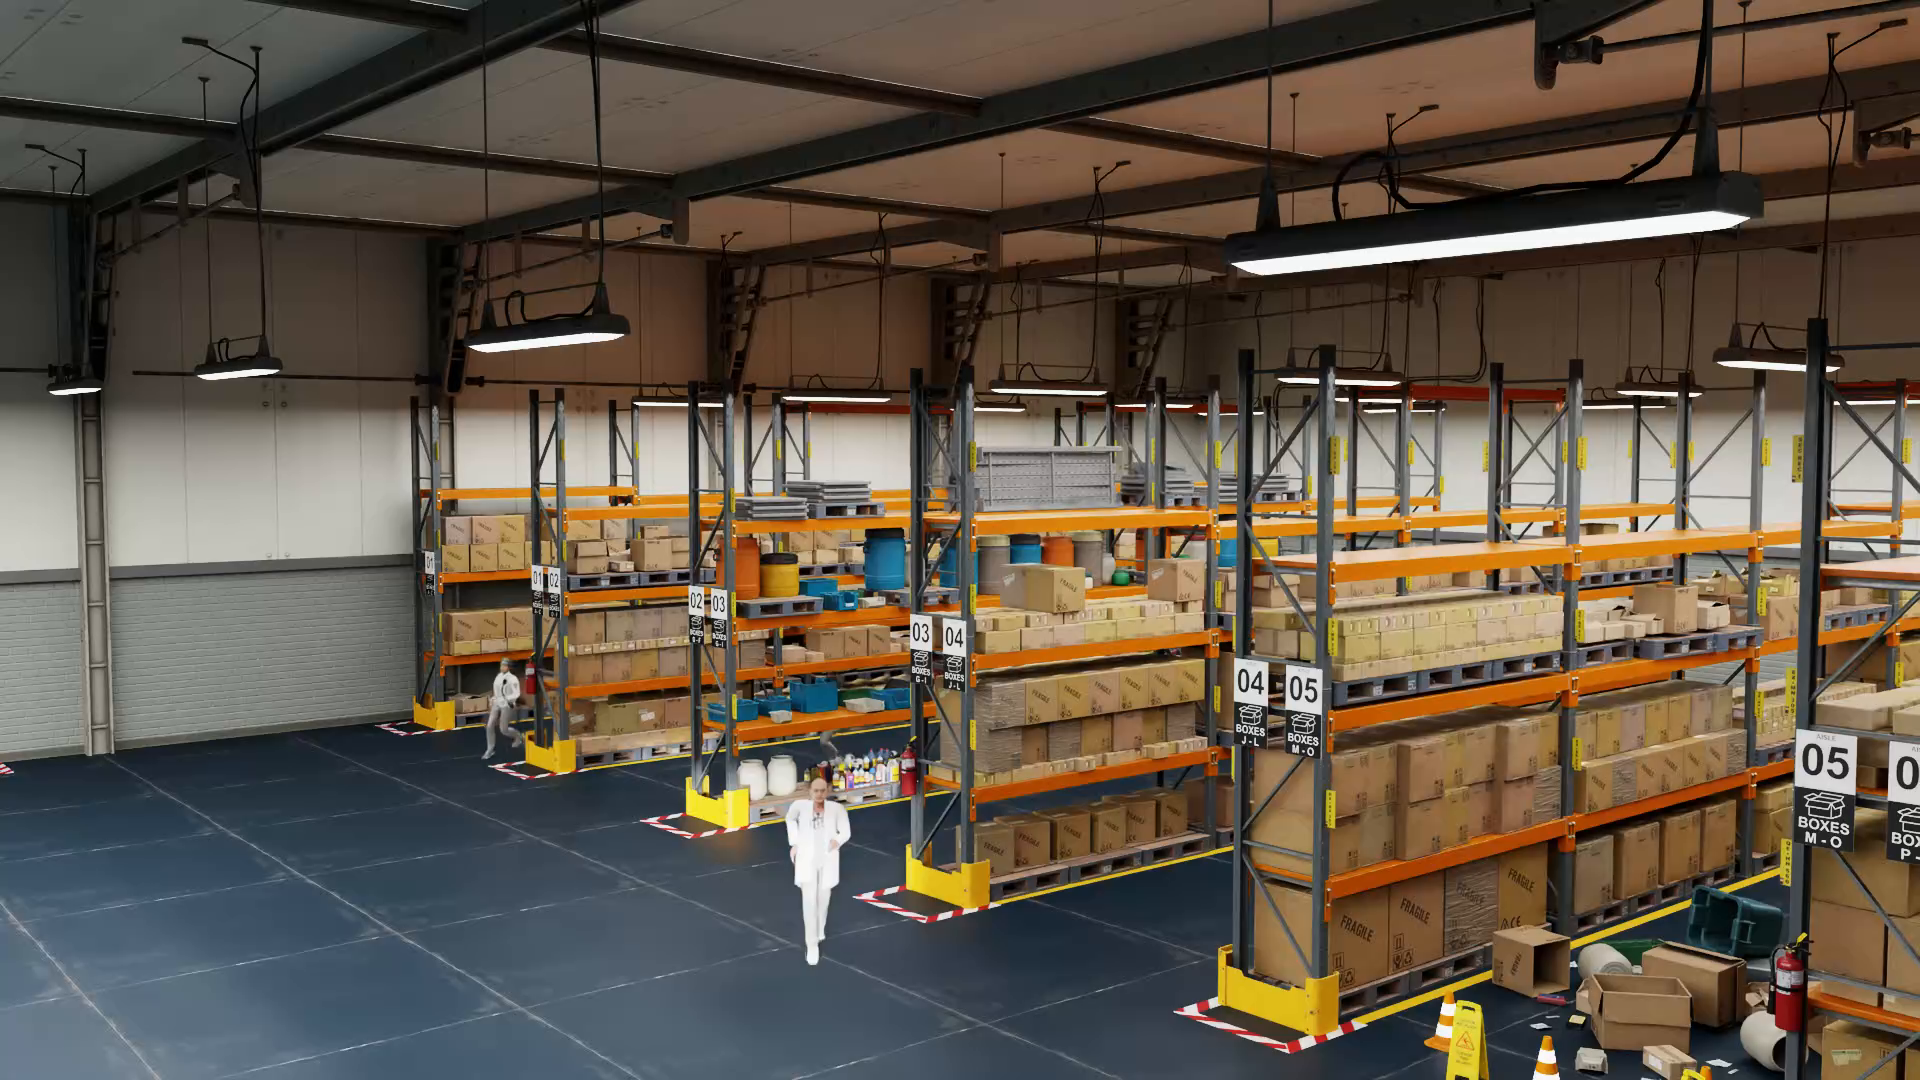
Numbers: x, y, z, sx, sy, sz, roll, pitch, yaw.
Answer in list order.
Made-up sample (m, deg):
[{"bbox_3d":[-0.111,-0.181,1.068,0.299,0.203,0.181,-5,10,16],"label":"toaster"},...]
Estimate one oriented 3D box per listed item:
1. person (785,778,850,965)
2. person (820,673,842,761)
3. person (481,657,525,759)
[{"bbox_3d":[-1.429,3.294,16.821,0.623,1.826,0.948,-1,3,-13],"label":"person"},{"bbox_3d":[-2.059,2.848,25.826,0.522,1.559,0.555,3,5,45],"label":"person"},{"bbox_3d":[-7.452,2.745,27.313,0.652,1.685,0.791,2,4,34],"label":"person"}]
